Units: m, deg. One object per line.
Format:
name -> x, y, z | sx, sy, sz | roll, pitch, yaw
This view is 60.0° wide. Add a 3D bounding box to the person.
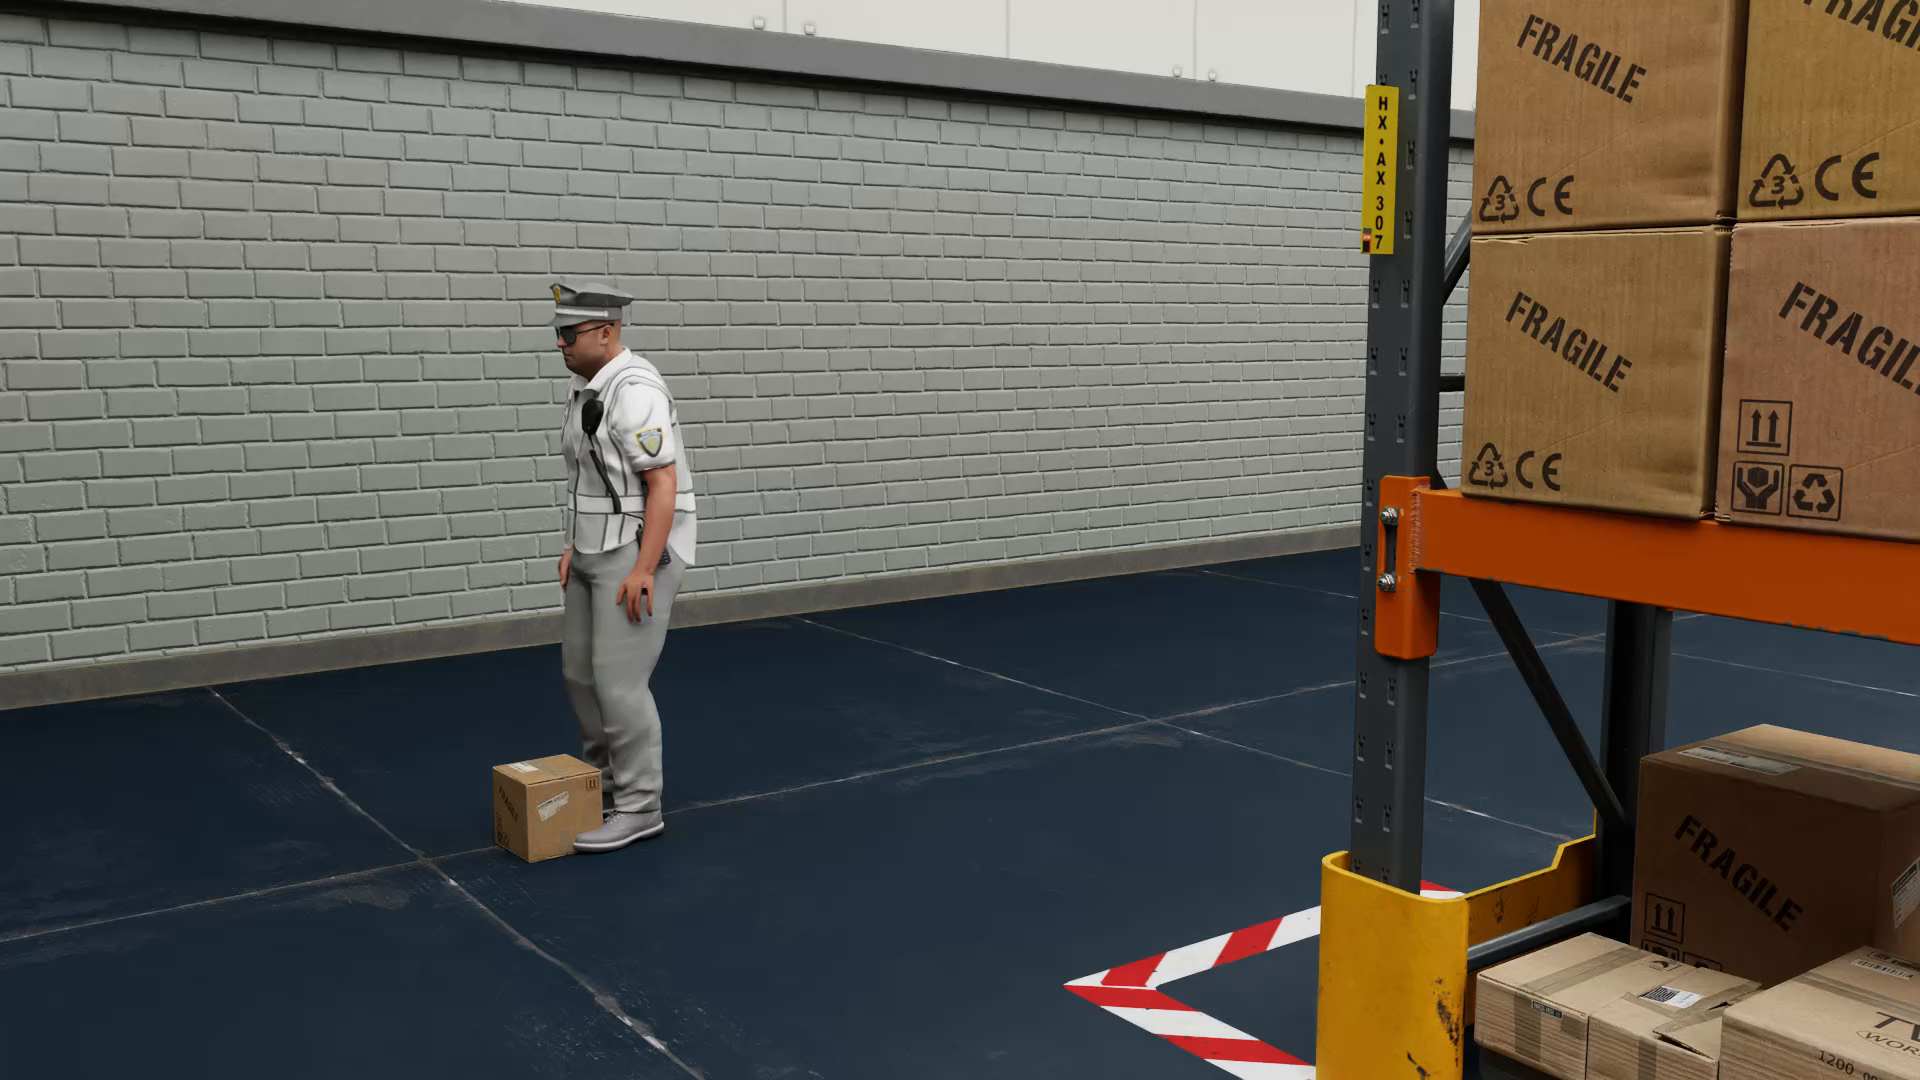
person -> -1.089, 0.070, 5.258 | 0.466, 1.748, 0.586 | -6, 10, -36
